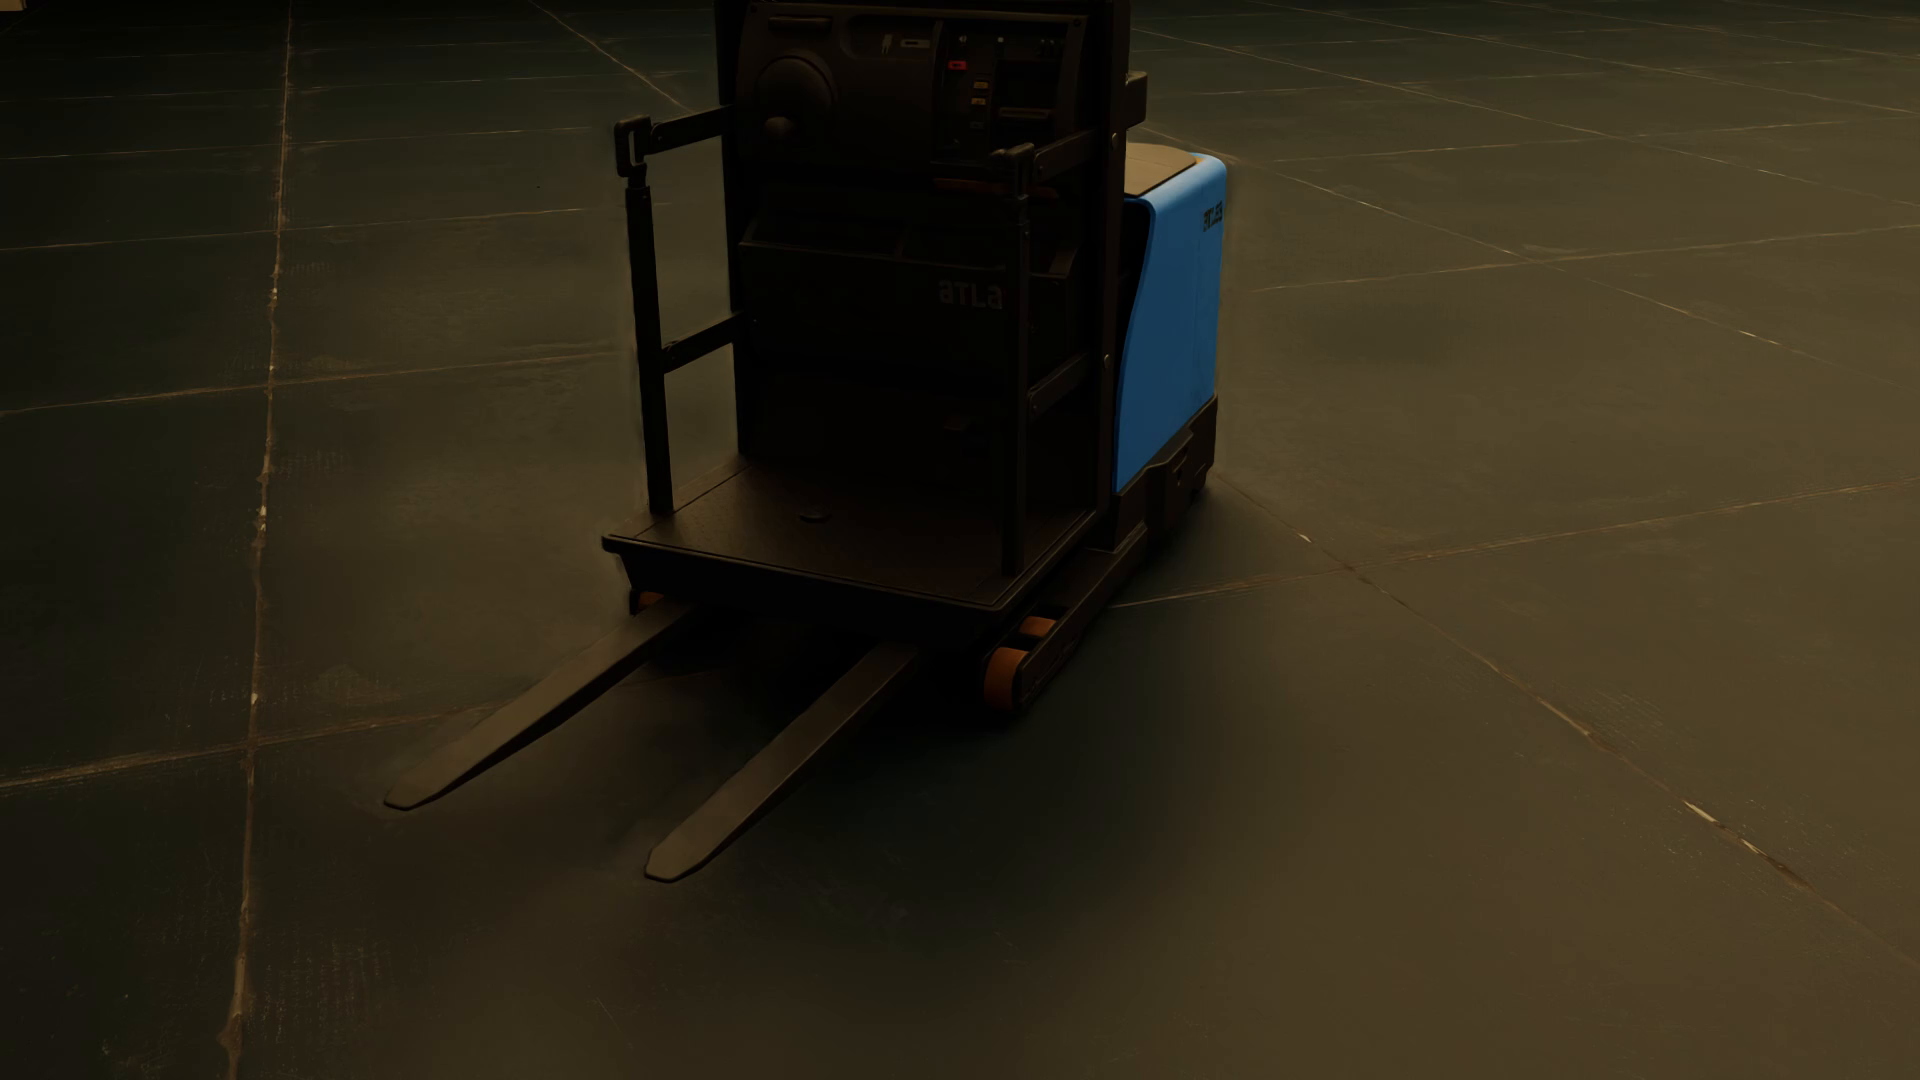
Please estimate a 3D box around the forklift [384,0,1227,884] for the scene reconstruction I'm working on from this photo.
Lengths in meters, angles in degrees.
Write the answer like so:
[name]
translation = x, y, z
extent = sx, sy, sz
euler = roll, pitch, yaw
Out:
[forklift]
translation = -0.220, -1.112, 3.944
extent = 1.130, 2.935, 3.031
euler = 10, 25, 22
